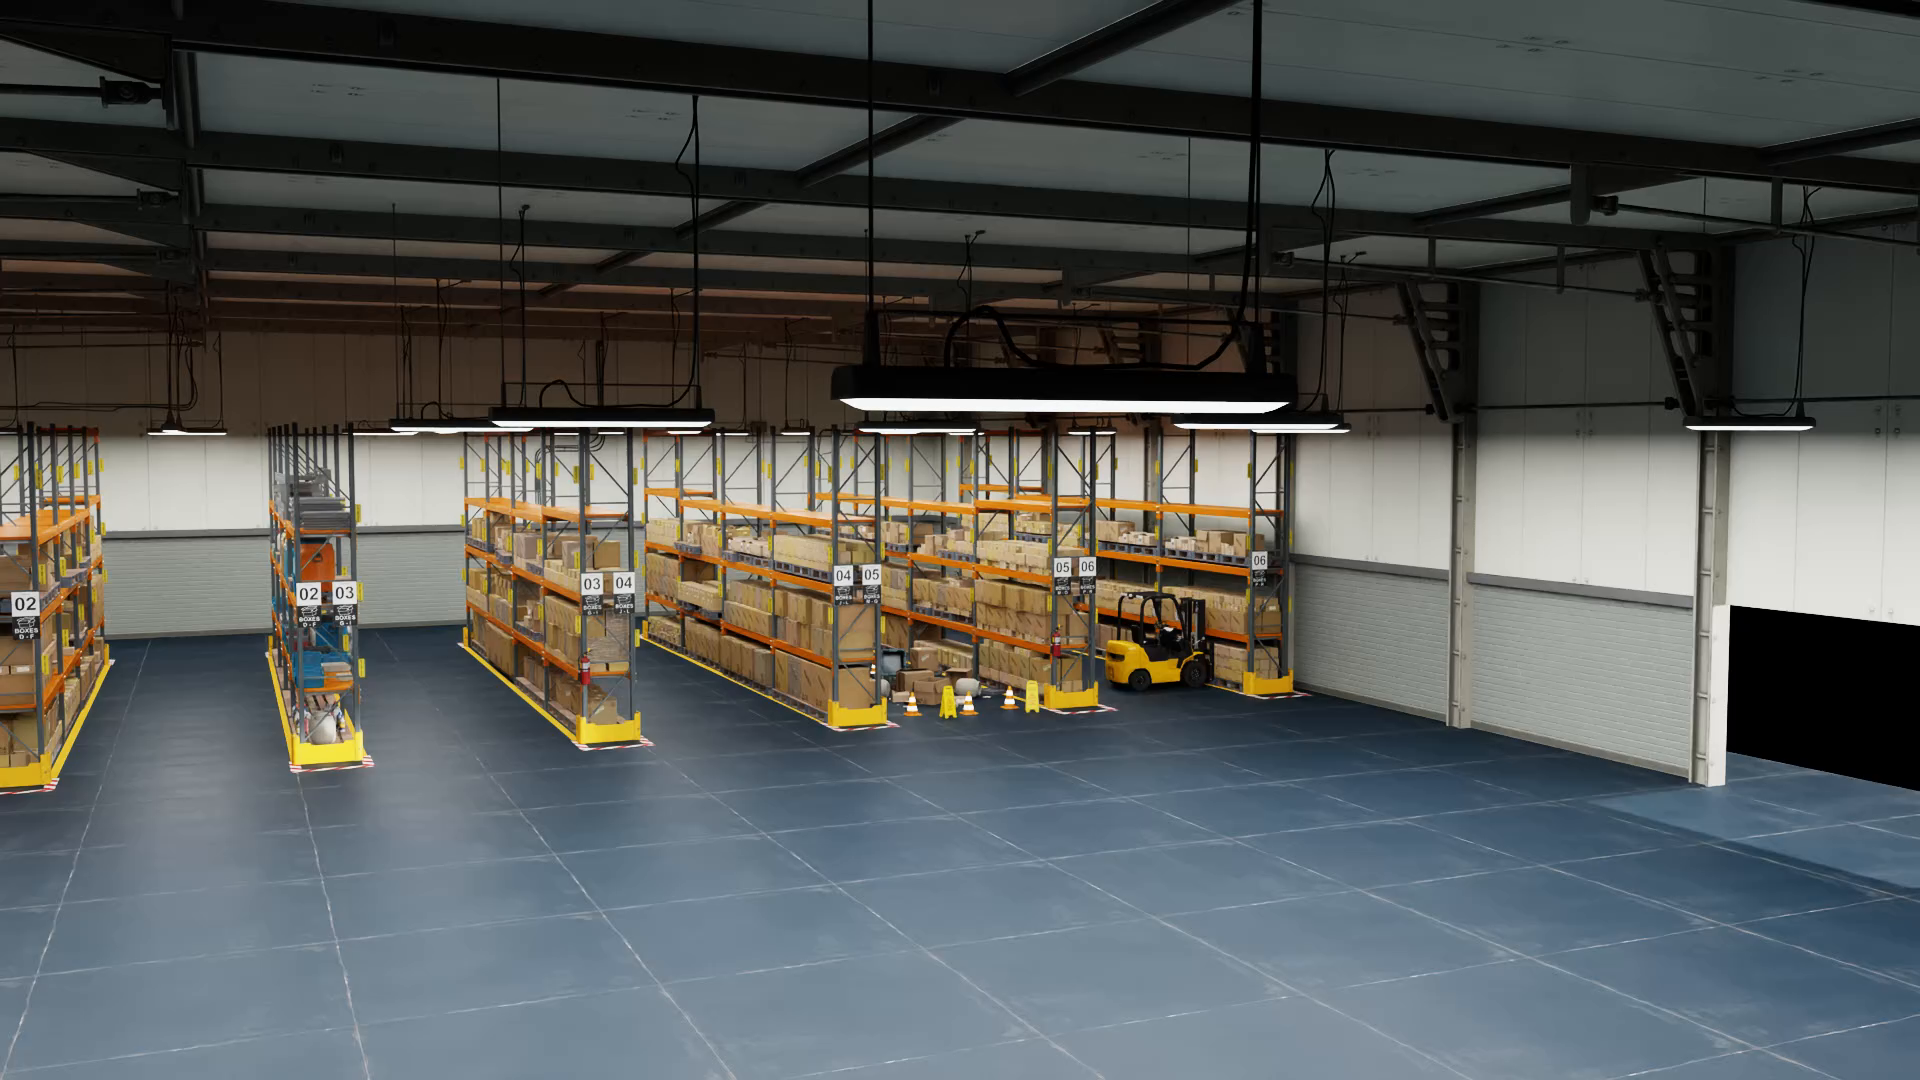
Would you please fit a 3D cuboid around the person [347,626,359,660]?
[{"bbox_3d":[-15.739,2.229,42.580,0.544,1.779,0.526,1,4,17],"label":"person"}]
